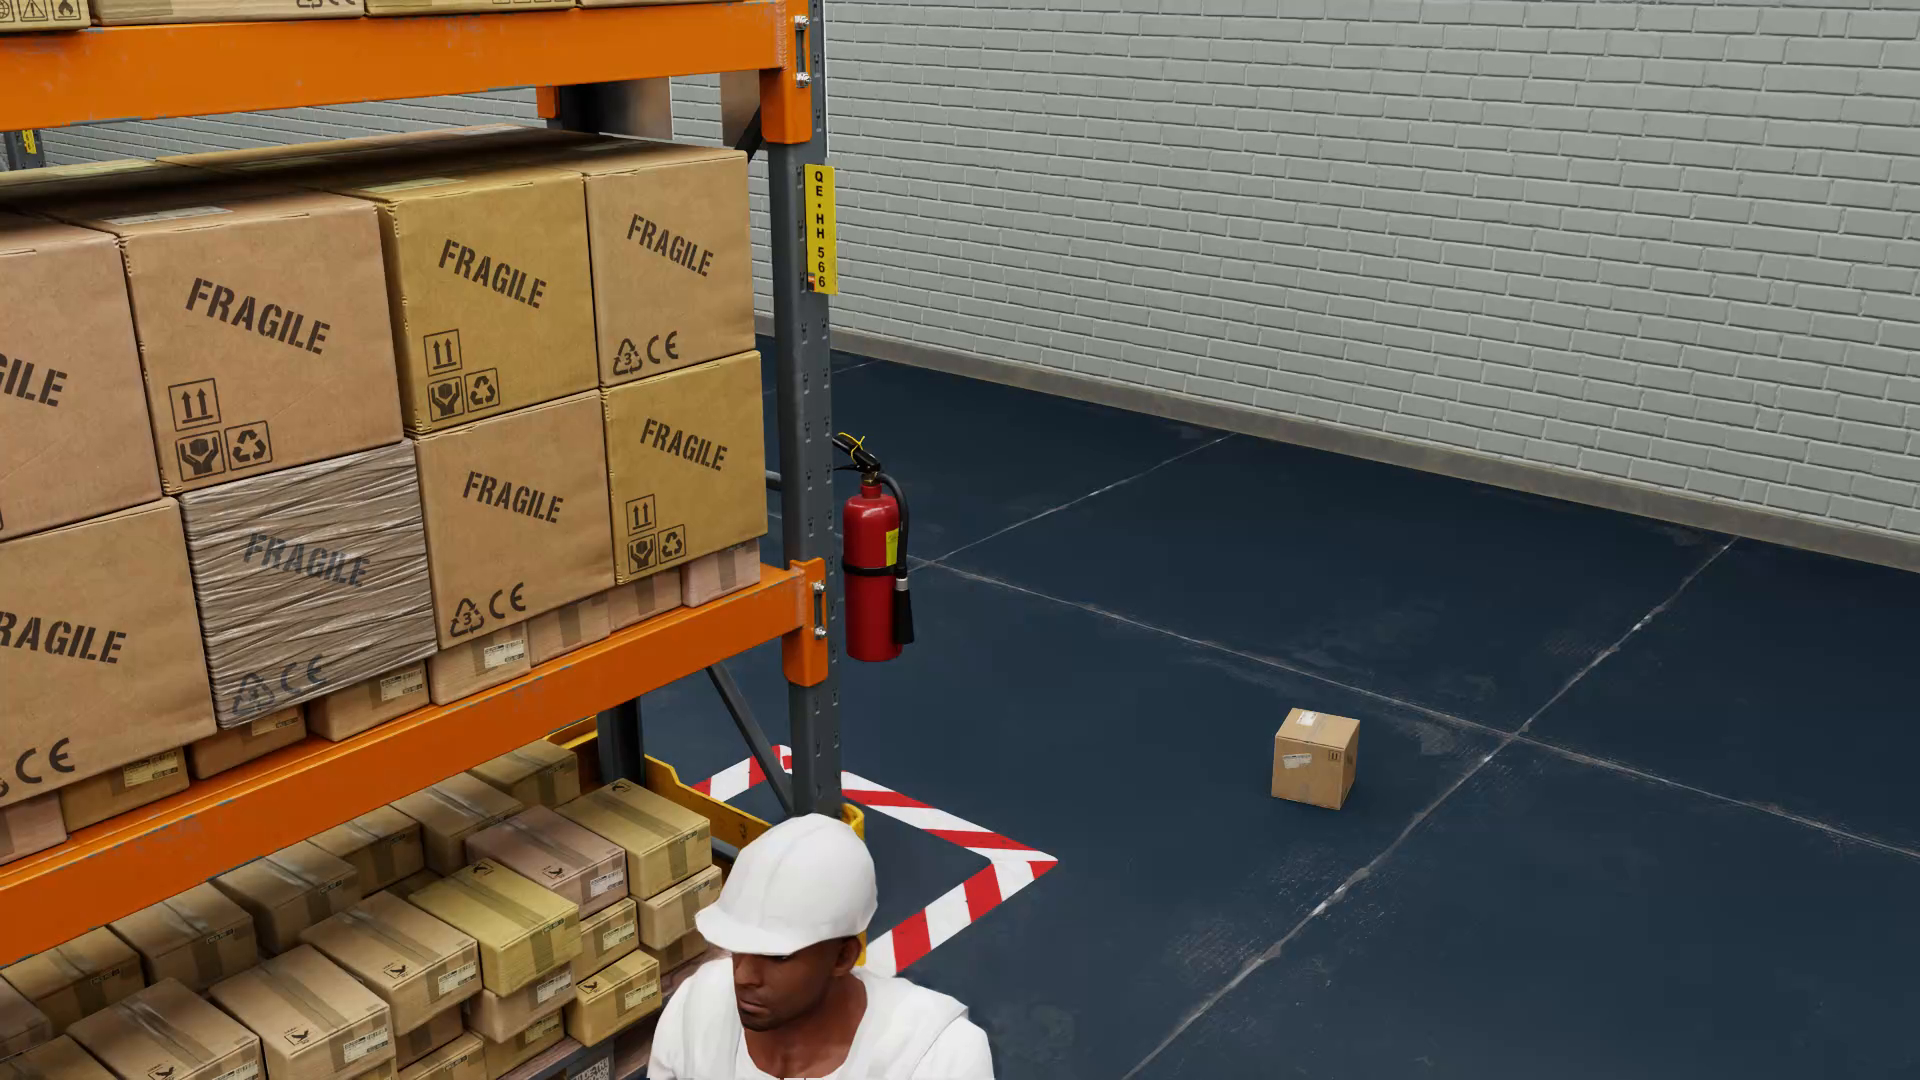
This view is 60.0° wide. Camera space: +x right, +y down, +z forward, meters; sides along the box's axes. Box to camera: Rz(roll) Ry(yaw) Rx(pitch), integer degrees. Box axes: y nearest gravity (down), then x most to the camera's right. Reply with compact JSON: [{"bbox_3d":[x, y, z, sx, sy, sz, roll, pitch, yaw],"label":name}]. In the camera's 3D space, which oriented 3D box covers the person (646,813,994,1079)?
[{"bbox_3d":[-0.215,1.255,2.582,0.649,1.801,0.518,9,22,23],"label":"person"}]
